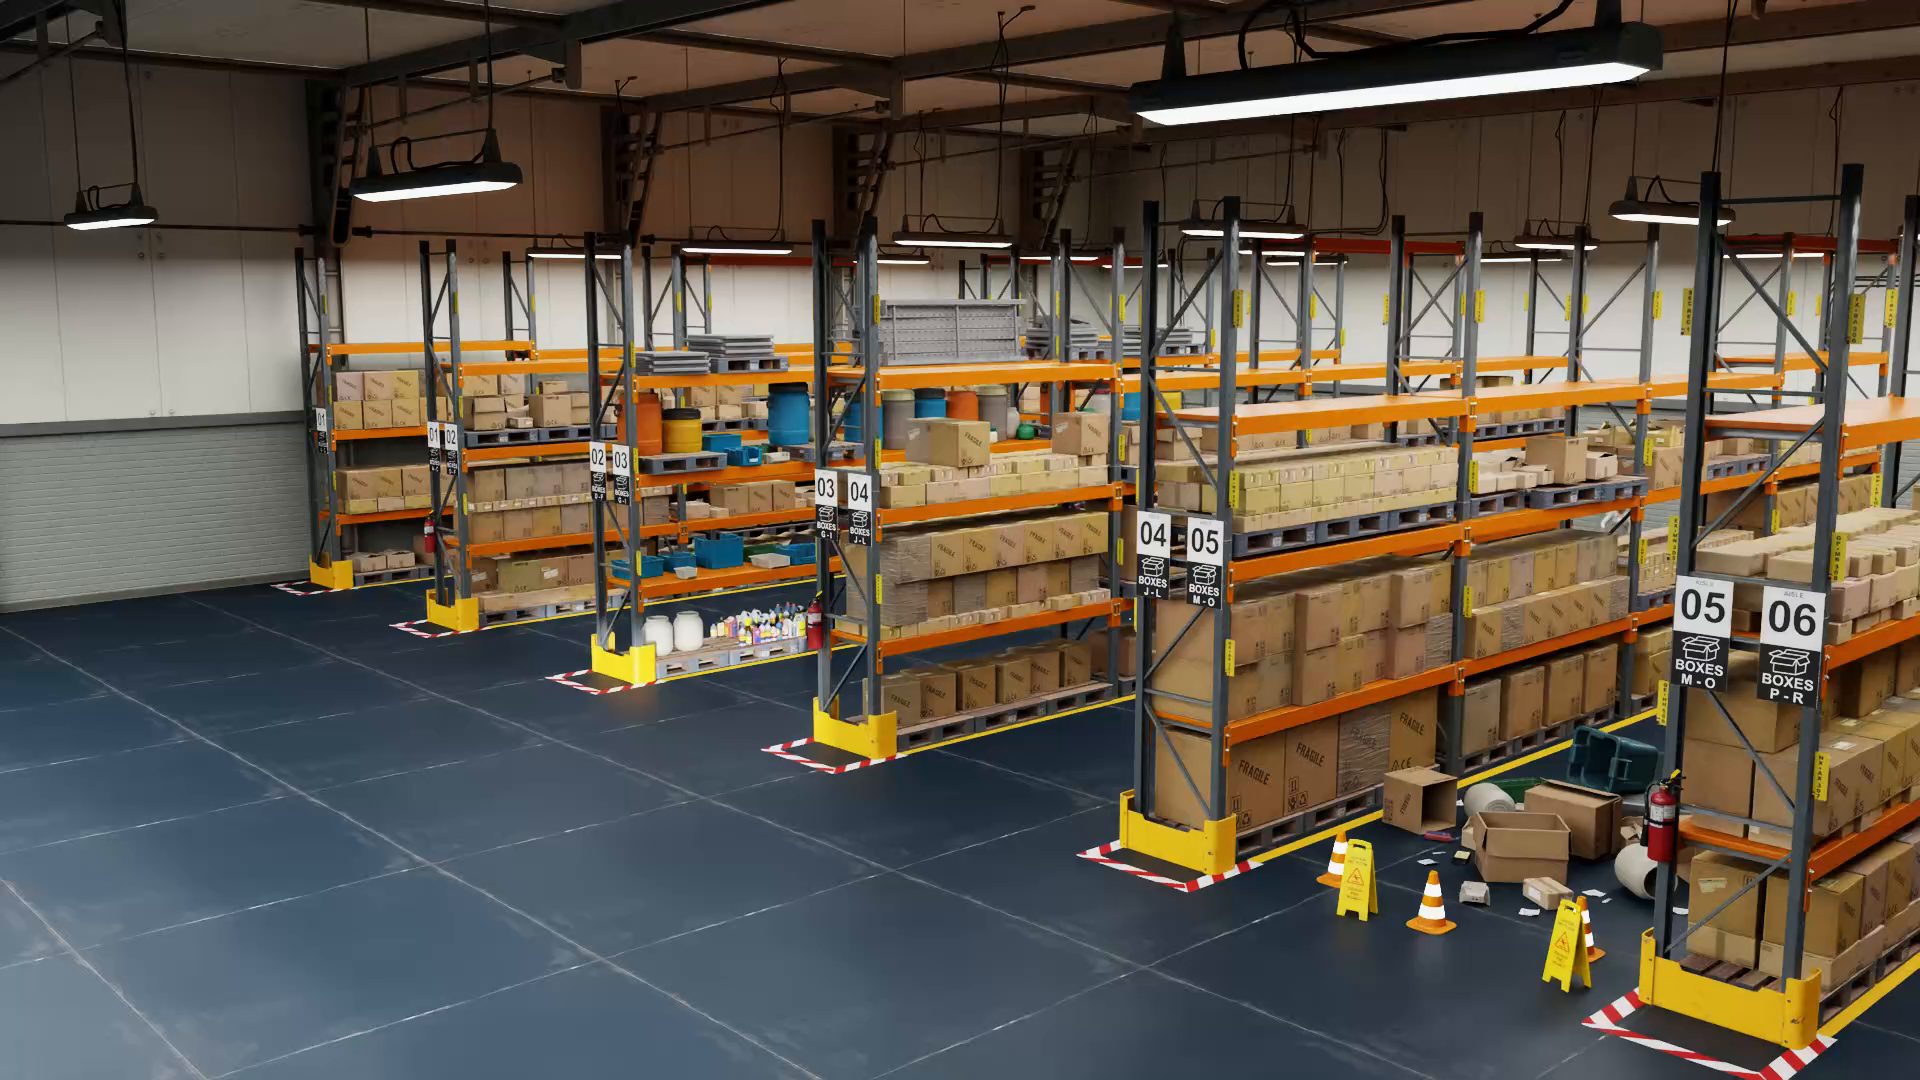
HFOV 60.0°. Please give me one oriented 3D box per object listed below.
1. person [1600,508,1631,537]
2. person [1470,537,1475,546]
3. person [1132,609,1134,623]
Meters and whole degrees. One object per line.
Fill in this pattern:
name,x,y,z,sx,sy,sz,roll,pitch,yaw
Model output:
person,11.912,0.012,30.146,0.598,1.528,0.666,4,9,24
person,7.690,0.663,25.095,0.897,1.740,0.583,-6,10,-37
person,2.566,0.396,24.691,0.759,1.821,0.654,-7,11,-41
